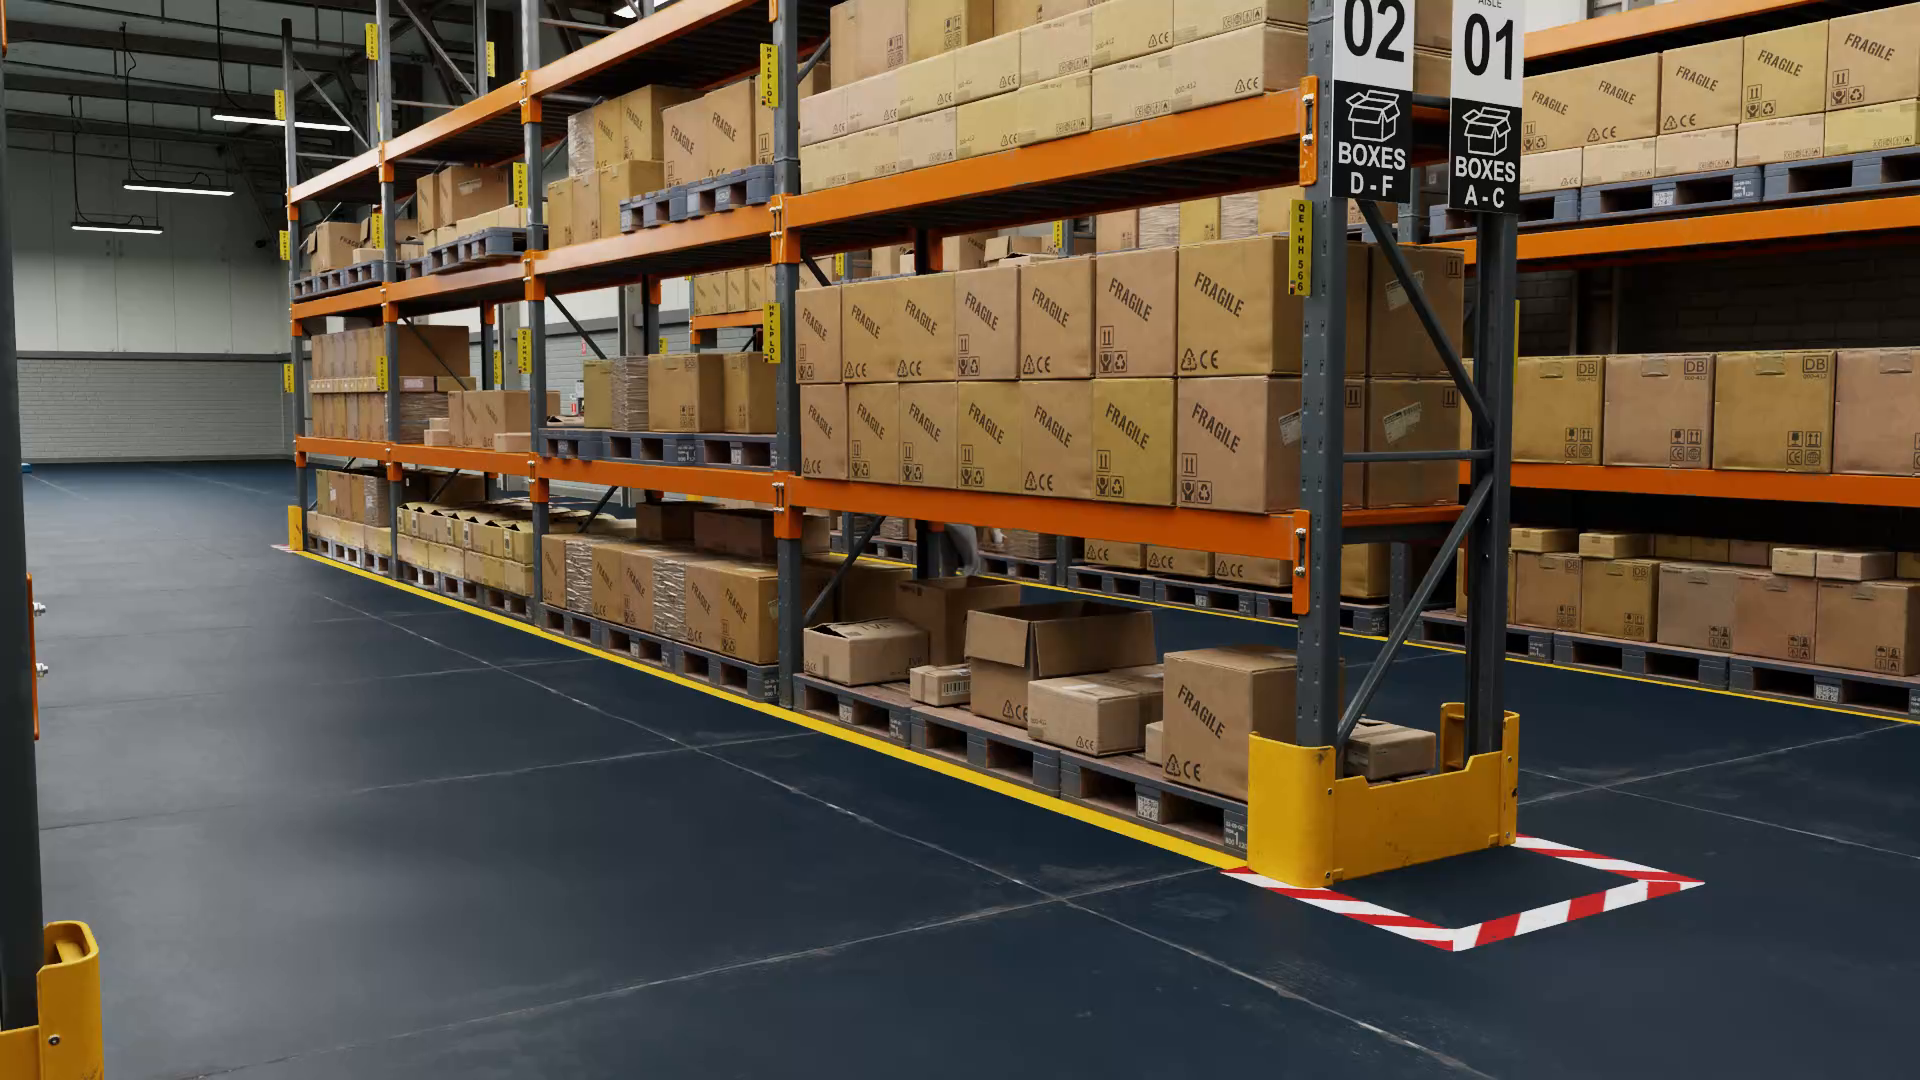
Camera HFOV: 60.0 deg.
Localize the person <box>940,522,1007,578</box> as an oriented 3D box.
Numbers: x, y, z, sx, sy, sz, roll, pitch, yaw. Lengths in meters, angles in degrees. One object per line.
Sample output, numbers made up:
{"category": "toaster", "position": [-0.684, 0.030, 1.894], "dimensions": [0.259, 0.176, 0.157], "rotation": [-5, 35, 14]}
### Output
{"category": "person", "position": [0.074, -0.112, 12.781], "dimensions": [0.695, 1.530, 0.406], "rotation": [-3, 6, -35]}
